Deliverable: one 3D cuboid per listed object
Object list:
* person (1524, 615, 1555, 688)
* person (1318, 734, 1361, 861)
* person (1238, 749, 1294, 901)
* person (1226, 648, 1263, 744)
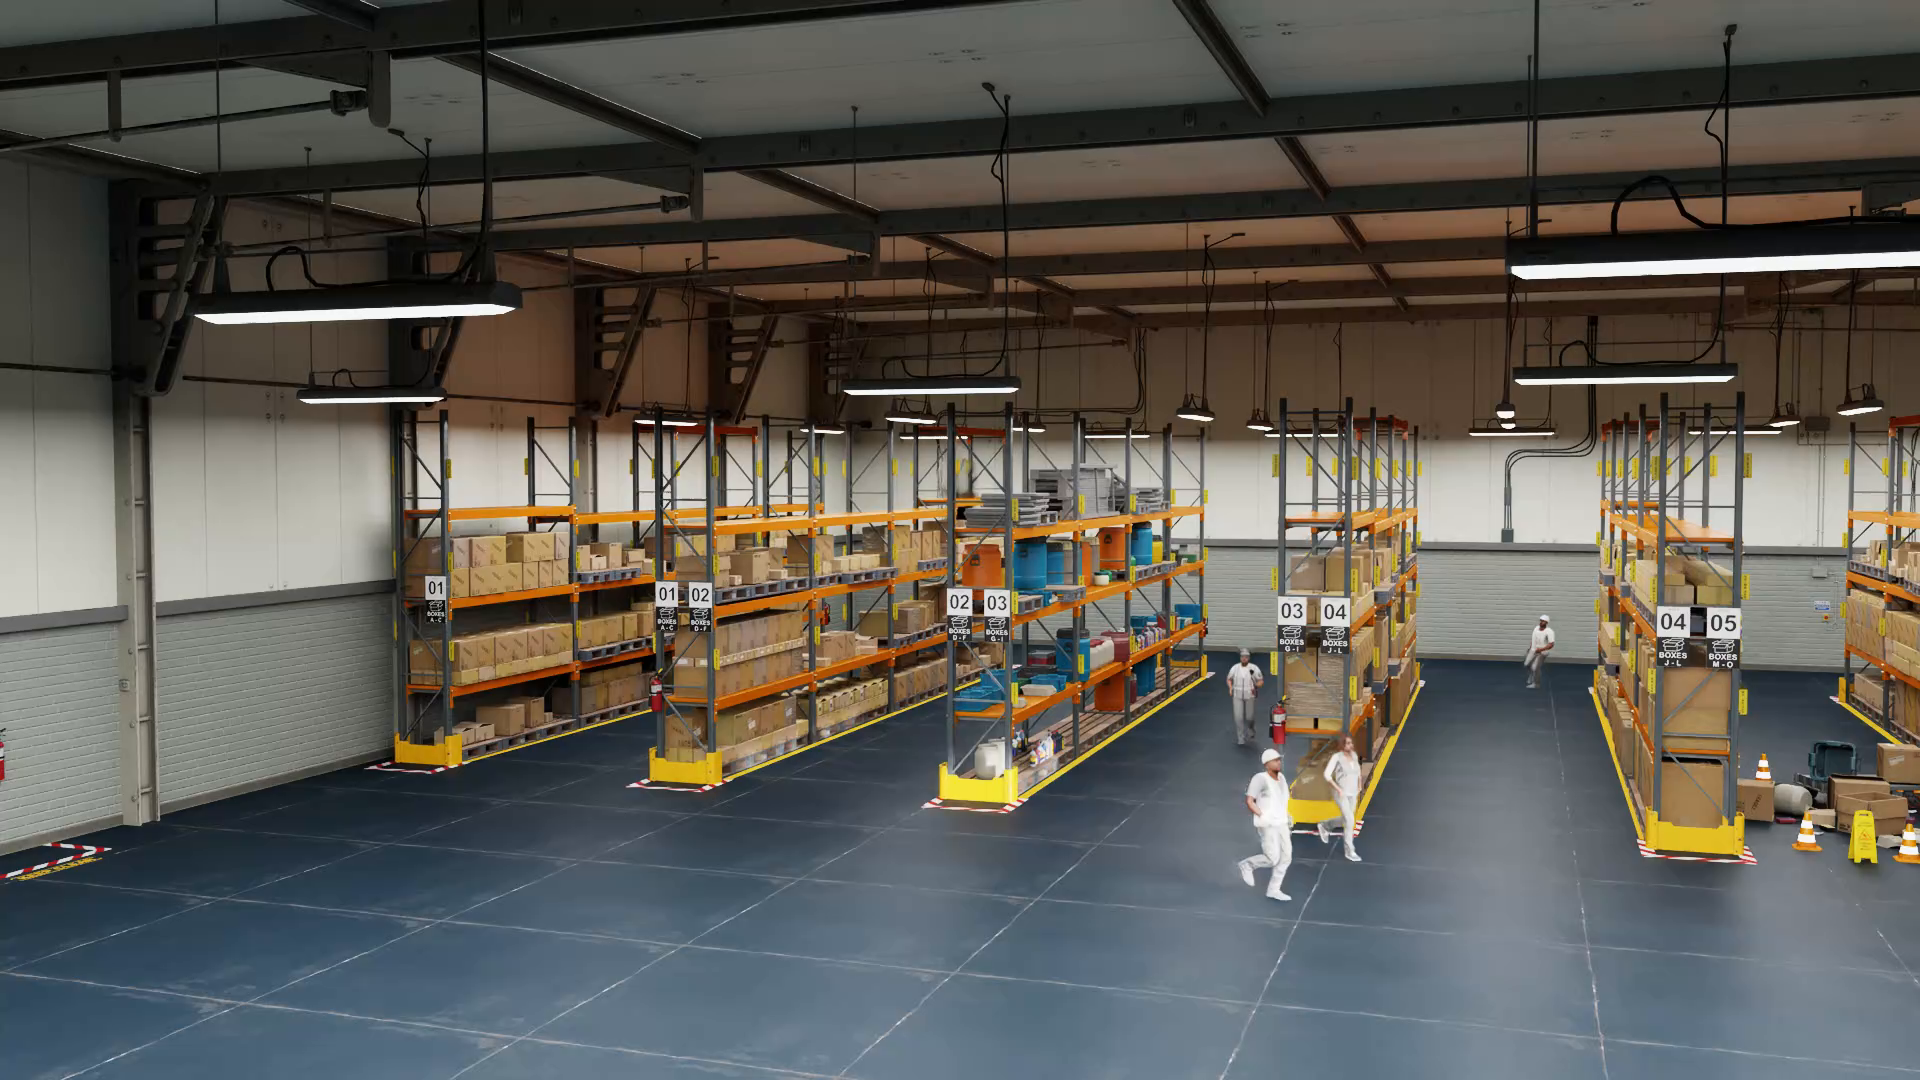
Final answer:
[{"bbox_3d":[13.081,2.541,37.612,0.594,1.688,0.740,-2,3,-34],"label":"person"},{"bbox_3d":[4.920,3.285,21.427,0.552,1.595,0.750,-1,3,-29],"label":"person"},{"bbox_3d":[3.580,3.303,19.432,0.673,1.737,0.665,-2,3,-42],"label":"person"},{"bbox_3d":[5.179,2.832,30.294,0.664,1.733,0.645,1,3,15],"label":"person"}]
